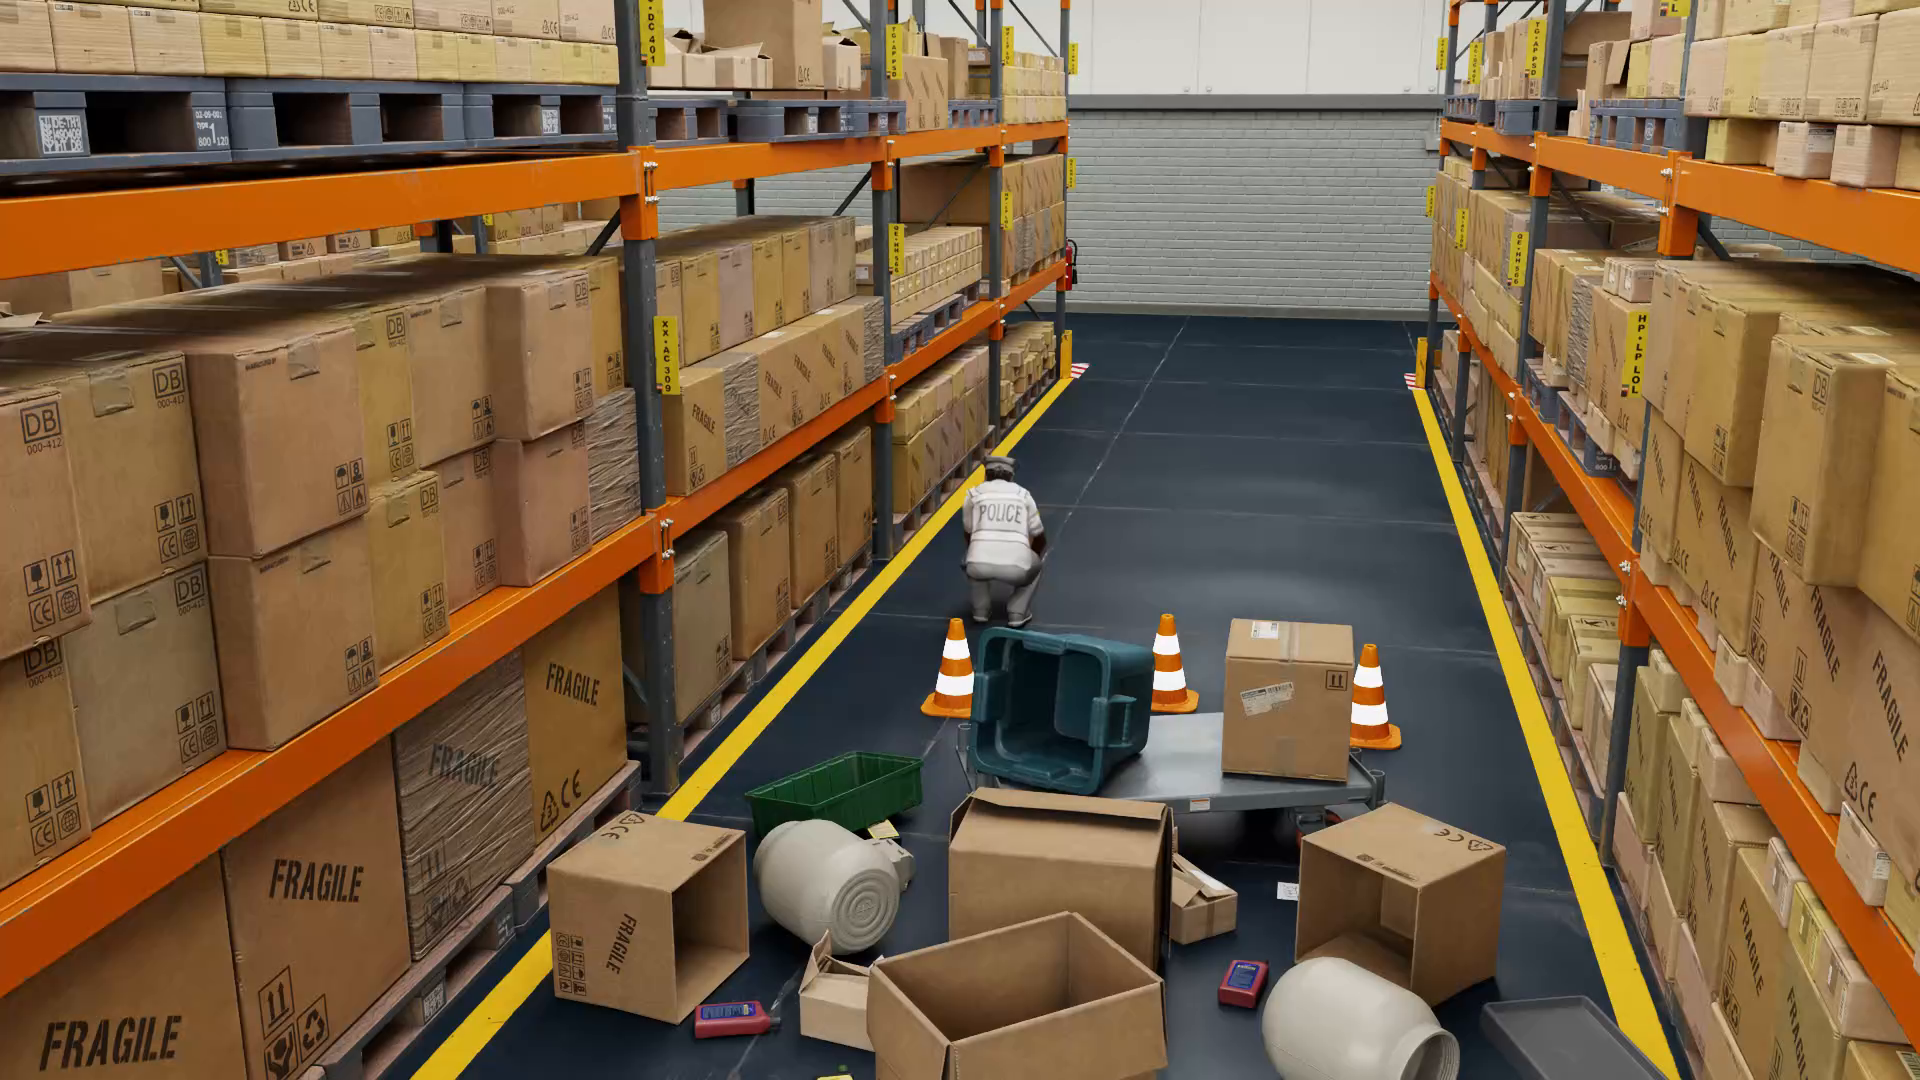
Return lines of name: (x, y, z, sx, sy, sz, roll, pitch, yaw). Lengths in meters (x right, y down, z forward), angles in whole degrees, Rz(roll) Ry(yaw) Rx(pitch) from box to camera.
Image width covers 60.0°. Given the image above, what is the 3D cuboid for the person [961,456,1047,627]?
person: (0.241, -0.004, 9.956, 0.514, 0.949, 0.837, 3, 15, 11)
